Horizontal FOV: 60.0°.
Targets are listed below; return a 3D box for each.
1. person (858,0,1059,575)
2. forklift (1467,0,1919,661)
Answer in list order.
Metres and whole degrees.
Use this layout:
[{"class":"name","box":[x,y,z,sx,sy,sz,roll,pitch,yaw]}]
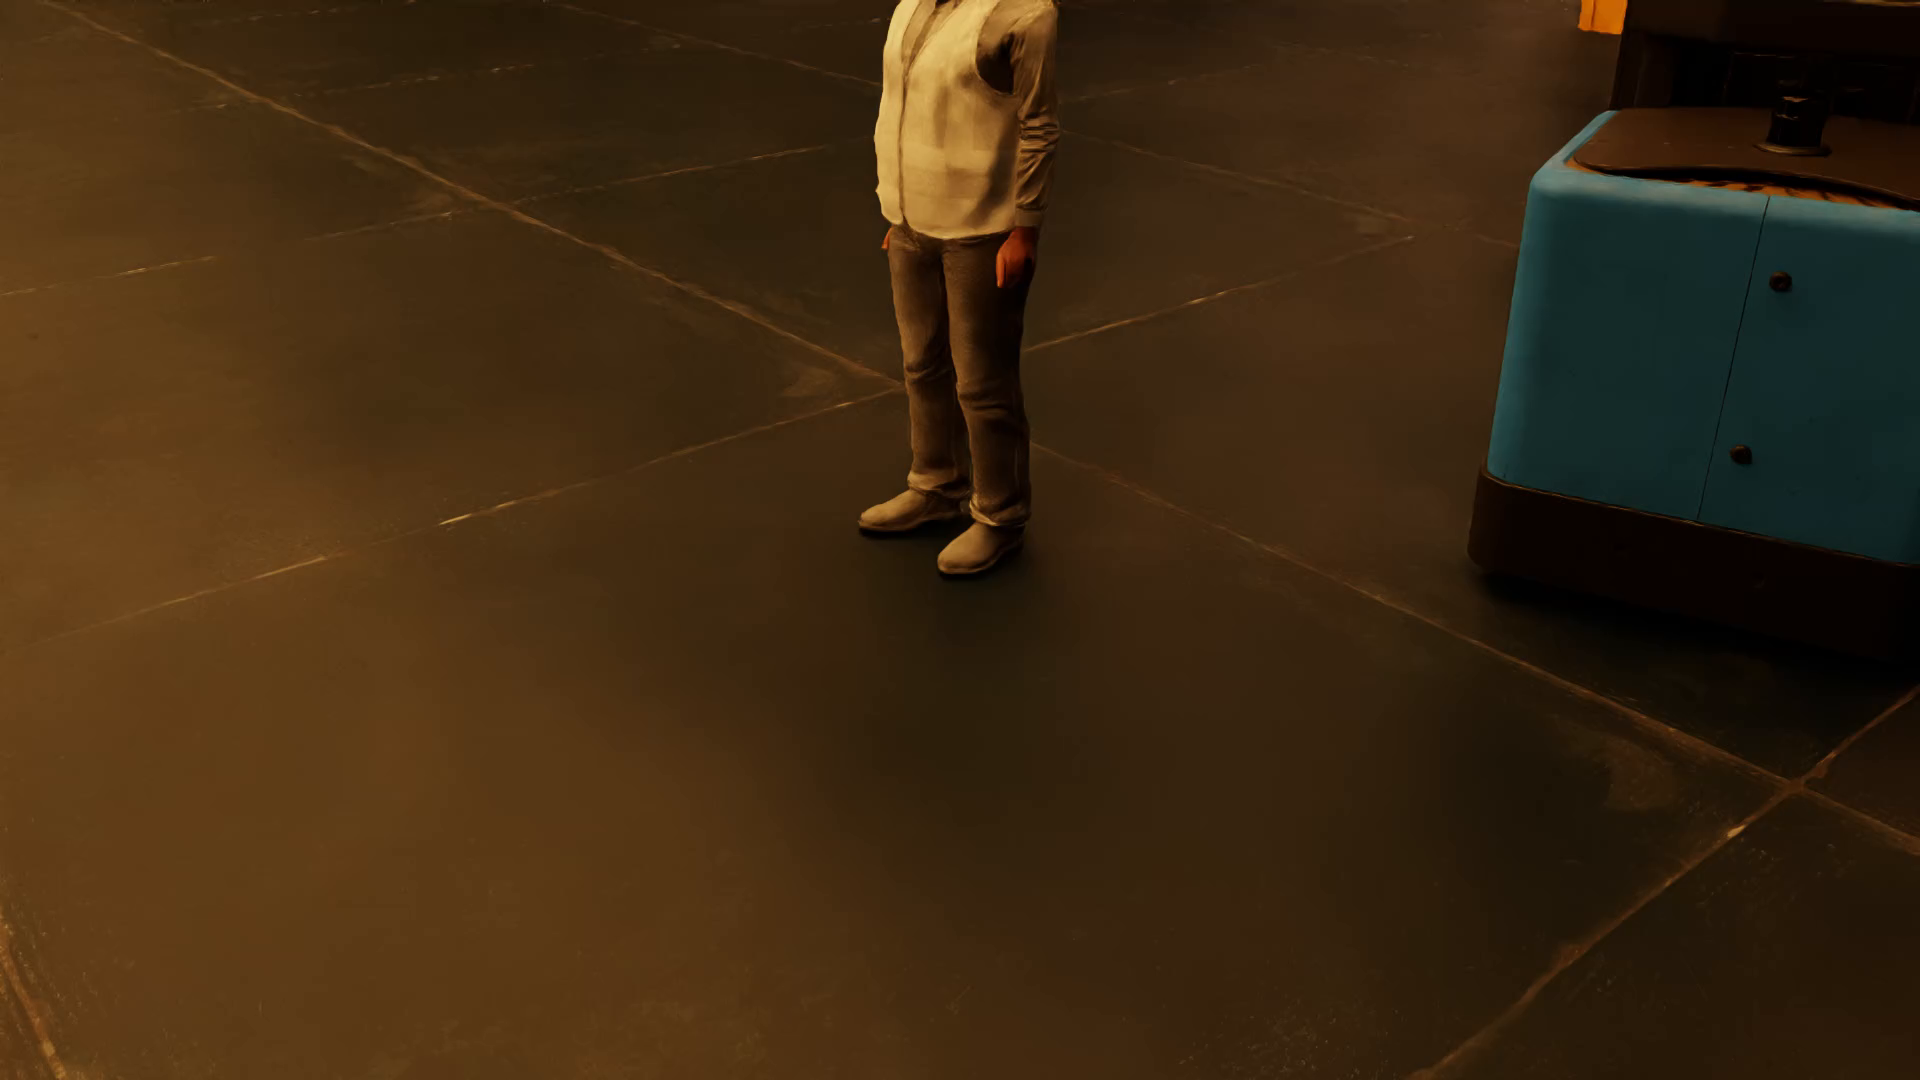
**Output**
[{"class":"person","box":[-0.004,-0.791,4.101,0.356,1.776,0.529,-20,33,-35]},{"class":"forklift","box":[2.476,-1.653,4.535,1.130,2.935,3.031,14,30,27]}]
